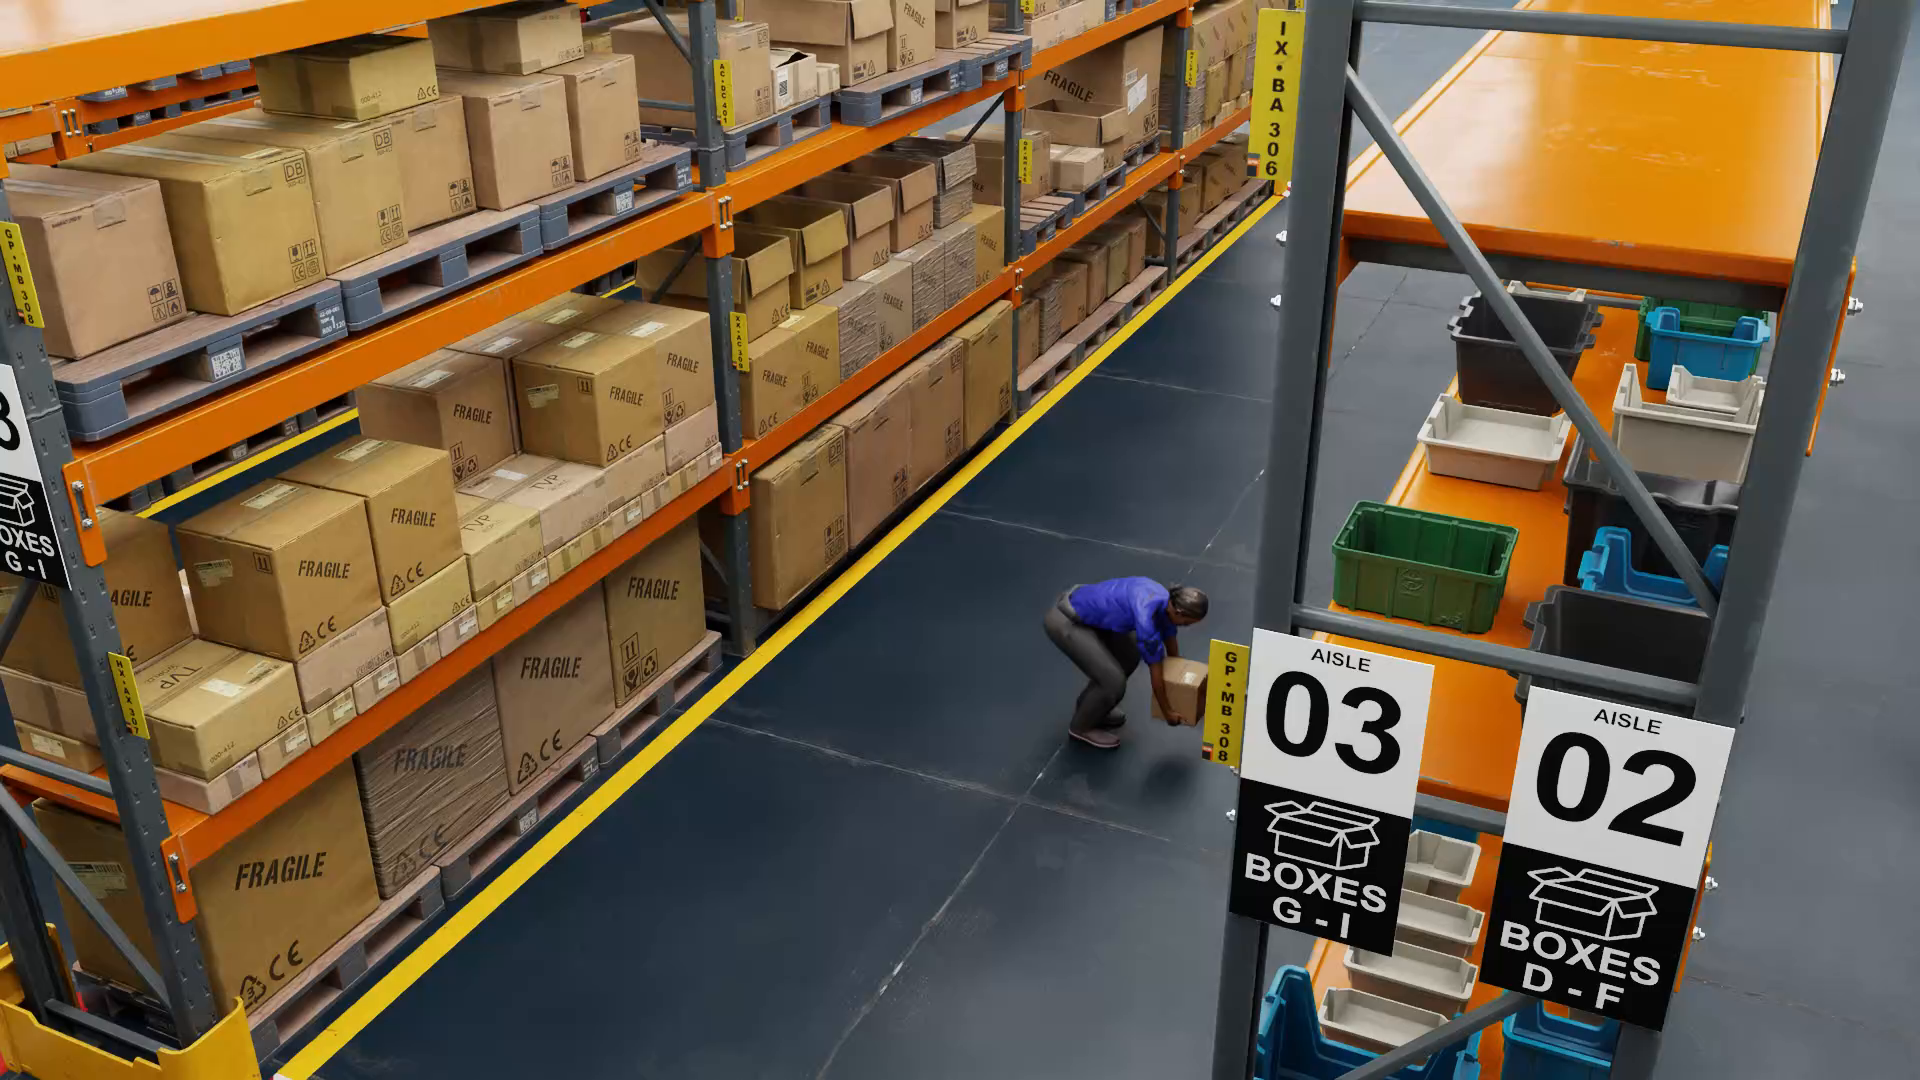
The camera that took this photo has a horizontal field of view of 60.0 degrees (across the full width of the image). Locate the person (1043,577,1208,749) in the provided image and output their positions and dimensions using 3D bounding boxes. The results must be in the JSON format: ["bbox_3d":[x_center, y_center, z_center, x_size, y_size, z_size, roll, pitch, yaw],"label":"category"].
[{"bbox_3d":[0.880,0.630,8.913,0.860,0.982,0.459,10,28,19],"label":"person"}]
